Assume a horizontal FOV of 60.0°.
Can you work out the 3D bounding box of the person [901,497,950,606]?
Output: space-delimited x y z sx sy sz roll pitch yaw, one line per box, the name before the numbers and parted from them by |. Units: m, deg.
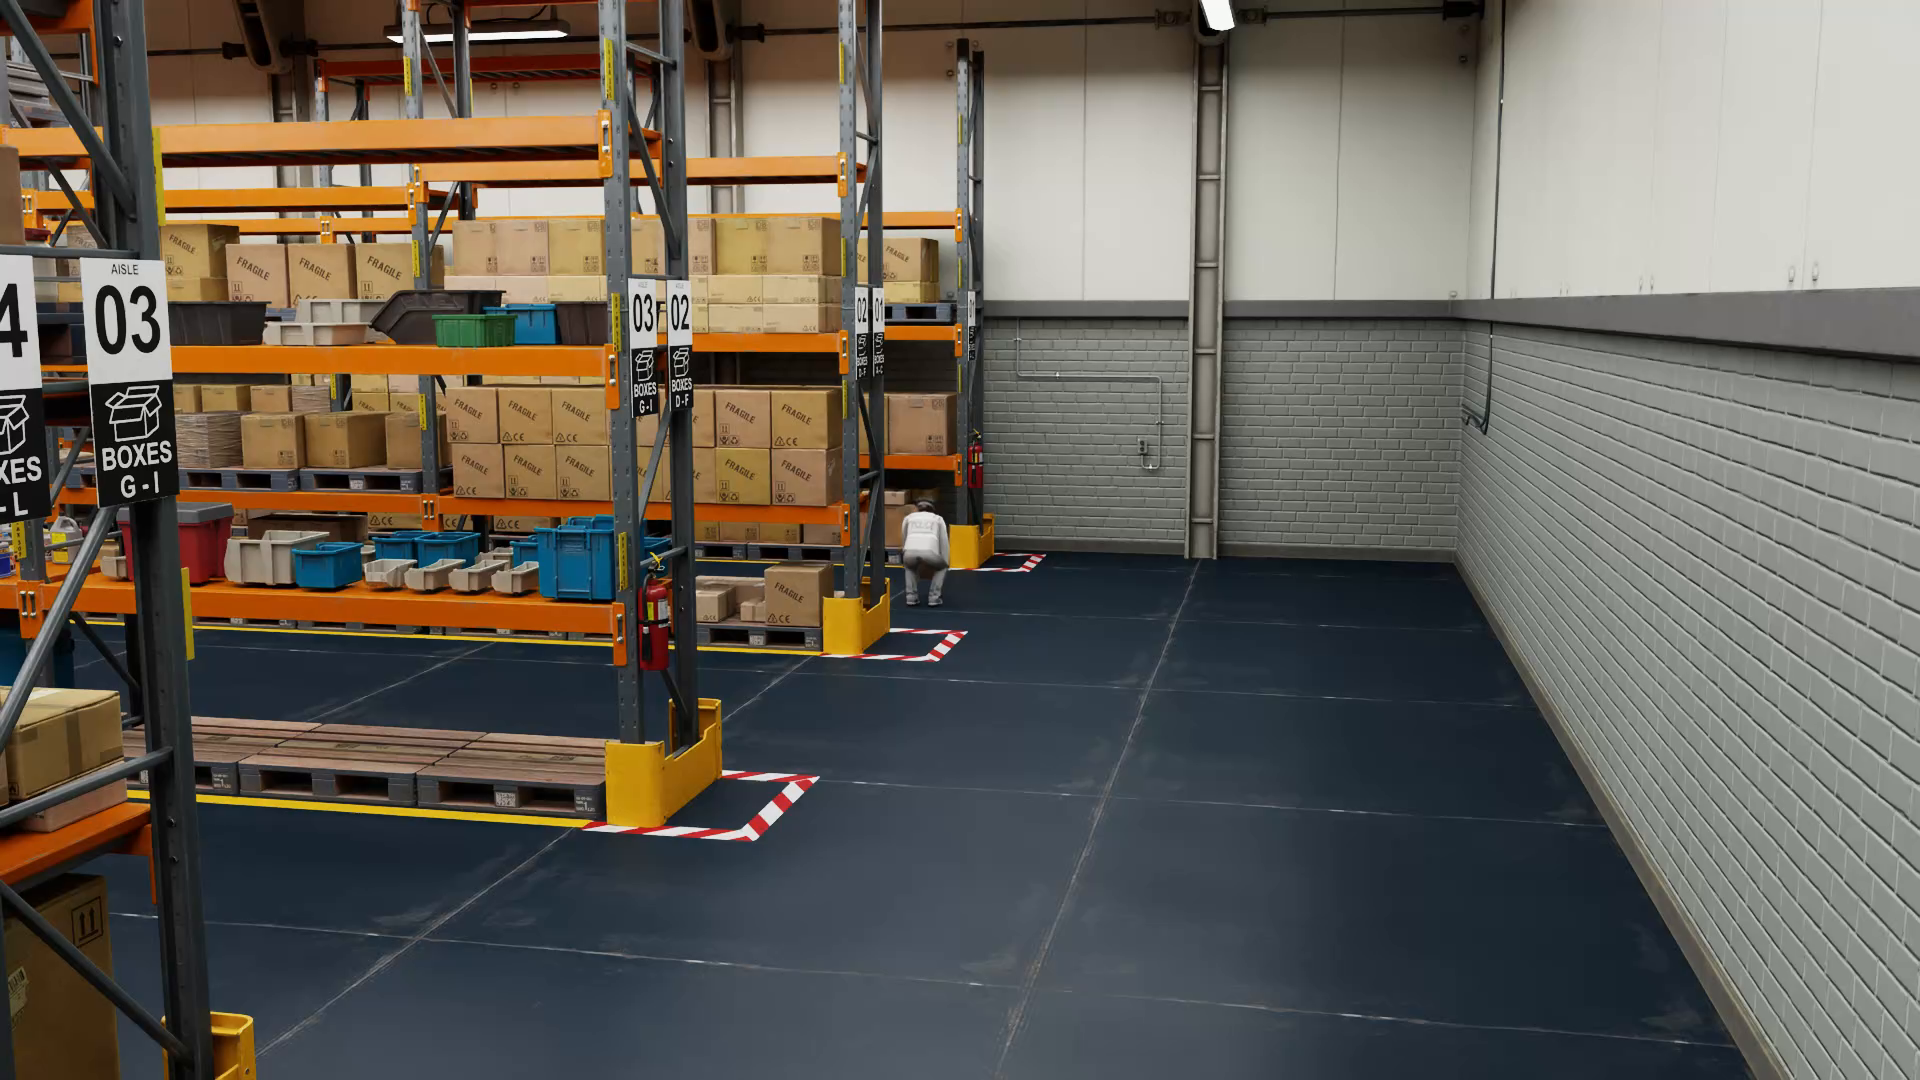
person | -0.385 0.118 17.107 0.504 1.073 0.815 2 8 11
